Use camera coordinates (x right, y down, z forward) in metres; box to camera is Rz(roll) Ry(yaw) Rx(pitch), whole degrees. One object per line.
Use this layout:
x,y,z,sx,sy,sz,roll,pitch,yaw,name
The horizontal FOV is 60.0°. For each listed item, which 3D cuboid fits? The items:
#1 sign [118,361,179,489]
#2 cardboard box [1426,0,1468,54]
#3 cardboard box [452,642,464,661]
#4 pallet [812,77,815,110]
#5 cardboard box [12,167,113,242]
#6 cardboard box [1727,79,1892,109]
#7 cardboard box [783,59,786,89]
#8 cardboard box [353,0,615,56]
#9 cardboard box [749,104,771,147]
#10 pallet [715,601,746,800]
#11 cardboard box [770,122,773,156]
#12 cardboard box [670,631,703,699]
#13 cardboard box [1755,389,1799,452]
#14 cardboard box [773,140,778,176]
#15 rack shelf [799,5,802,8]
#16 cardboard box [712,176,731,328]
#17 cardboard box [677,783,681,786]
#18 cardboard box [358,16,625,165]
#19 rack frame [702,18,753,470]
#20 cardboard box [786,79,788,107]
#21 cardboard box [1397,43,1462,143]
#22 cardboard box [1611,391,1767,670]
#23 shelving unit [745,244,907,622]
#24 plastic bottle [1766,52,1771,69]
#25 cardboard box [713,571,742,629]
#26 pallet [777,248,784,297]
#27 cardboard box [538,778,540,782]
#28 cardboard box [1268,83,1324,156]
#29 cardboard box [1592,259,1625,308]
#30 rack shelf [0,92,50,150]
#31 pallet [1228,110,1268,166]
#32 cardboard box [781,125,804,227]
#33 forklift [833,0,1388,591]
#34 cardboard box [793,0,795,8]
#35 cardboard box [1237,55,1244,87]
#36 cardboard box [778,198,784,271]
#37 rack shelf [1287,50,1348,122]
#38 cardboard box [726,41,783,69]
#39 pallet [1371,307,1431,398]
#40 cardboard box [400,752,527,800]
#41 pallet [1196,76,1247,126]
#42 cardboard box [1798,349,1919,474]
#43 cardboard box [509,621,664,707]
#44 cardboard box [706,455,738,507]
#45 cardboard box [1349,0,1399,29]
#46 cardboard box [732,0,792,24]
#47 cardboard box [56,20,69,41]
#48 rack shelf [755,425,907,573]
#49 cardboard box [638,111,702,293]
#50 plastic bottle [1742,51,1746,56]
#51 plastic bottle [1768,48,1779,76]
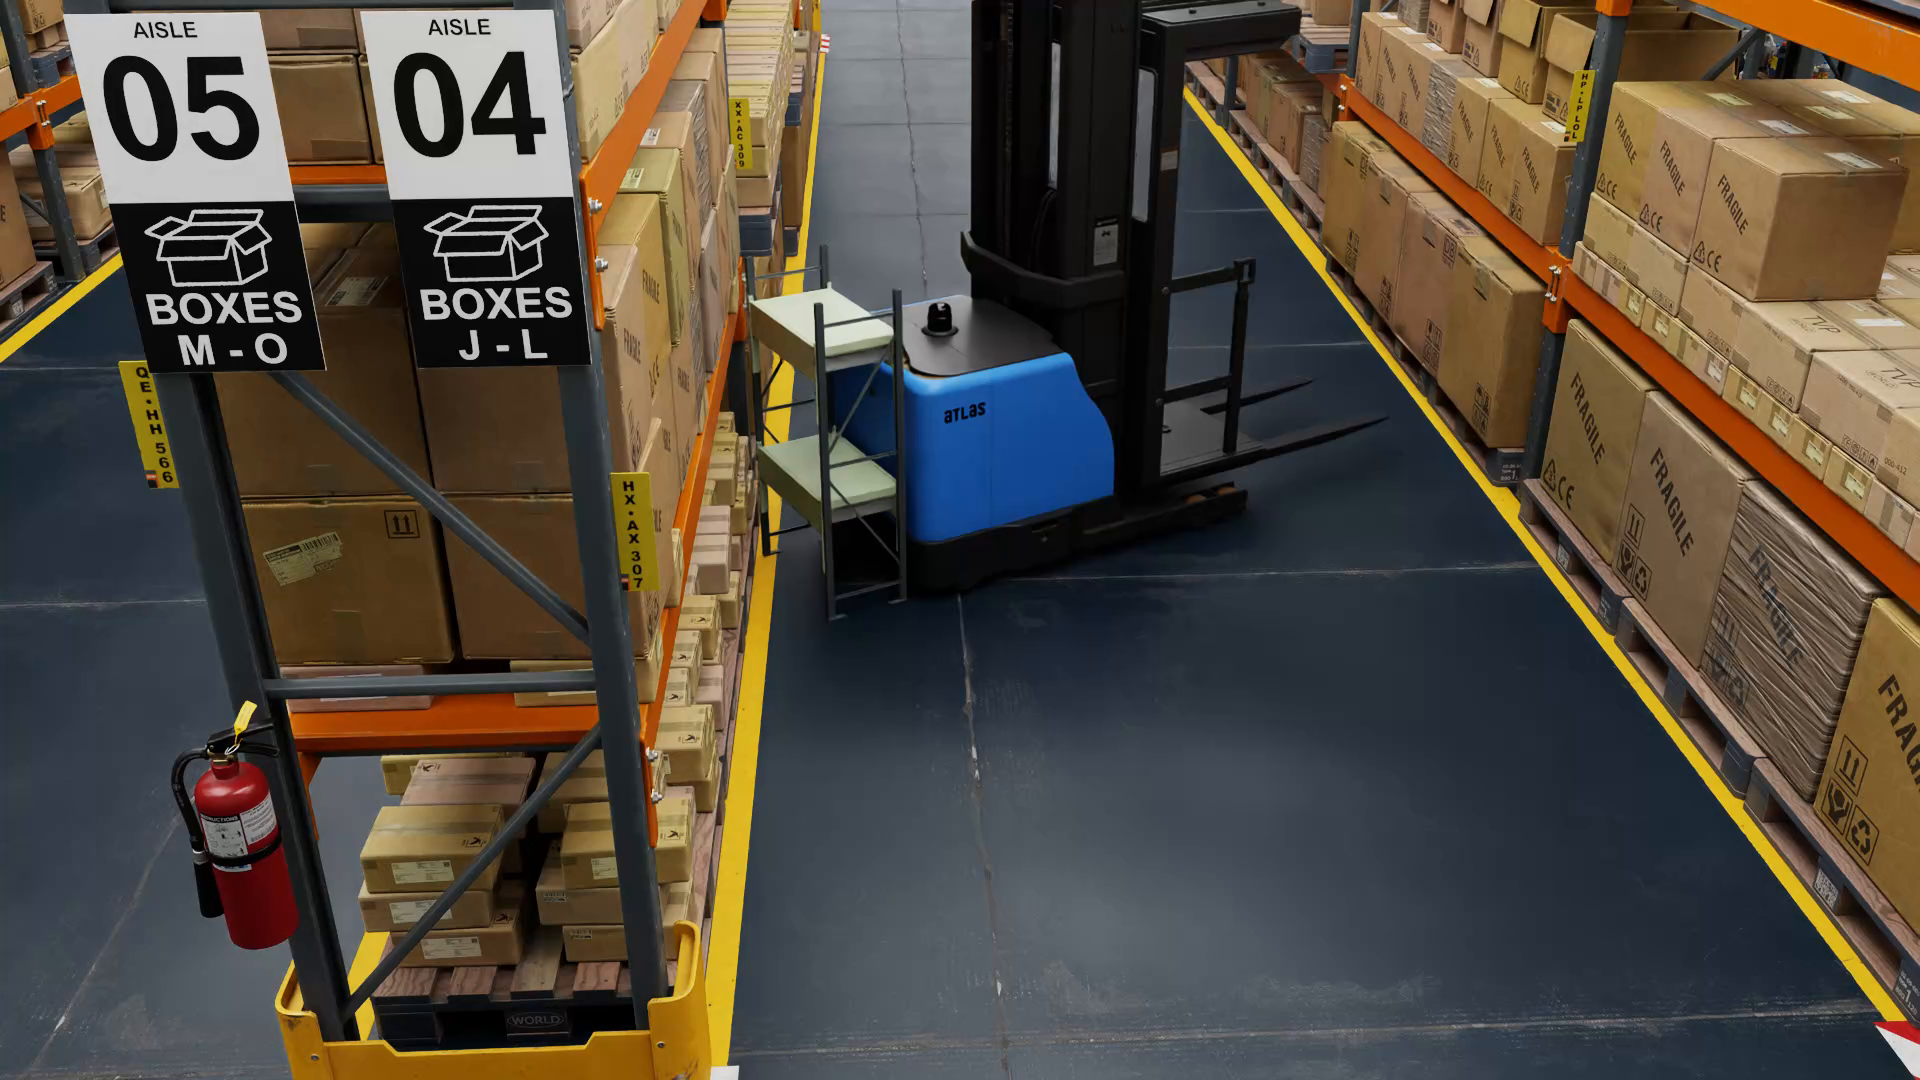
-1.901,-0.270,3.930,0.100,0.325,0.005,-1,28,-3,sign
3.248,-3.238,10.022,0.797,0.503,0.637,-1,28,-1,cardboard box
-1.620,0.231,4.835,0.380,0.149,0.250,-1,28,-3,cardboard box
-1.934,-4.279,16.226,1.003,0.211,1.213,-1,28,-3,pallet
-6.721,-2.431,12.055,0.950,0.372,0.625,-3,28,-6,cardboard box
3.695,-1.733,7.359,0.500,0.500,0.500,-1,28,-1,cardboard box
-1.213,-2.709,9.696,0.380,0.149,0.250,-1,28,-1,cardboard box
-1.110,-1.319,3.914,0.500,0.250,0.500,-1,28,-2,cardboard box
-1.116,-2.000,8.014,0.380,0.149,0.250,0,28,0,cardboard box
-1.417,0.643,6.790,1.003,0.211,1.213,-1,28,-3,pallet
-1.131,-1.987,8.313,0.380,0.149,0.250,-2,28,-4,cardboard box
-1.154,0.459,6.113,0.380,0.149,0.250,0,28,-1,cardboard box
3.186,-0.445,6.131,0.380,0.149,0.250,-1,28,-2,cardboard box
-1.145,-1.979,8.619,0.380,0.149,0.250,-1,28,-2,cardboard box
-2.077,-5.767,16.842,1.077,0.370,4.000,-1,28,-3,rack shelf
-1.221,-1.188,6.854,0.500,0.500,0.500,-2,28,-4,cardboard box
-1.169,0.974,5.767,0.380,0.149,0.250,-1,28,-2,cardboard box
-1.114,-1.098,4.029,0.500,0.250,0.500,0,28,-1,cardboard box
-1.554,-1.468,7.821,1.000,3.000,0.127,-1,28,-3,rack frame
-1.229,-2.700,10.001,0.380,0.149,0.250,-3,28,-5,cardboard box
3.008,-2.727,10.127,0.500,0.500,0.500,-2,28,-4,cardboard box
3.406,-0.063,6.970,0.875,0.875,0.875,-1,28,-3,cardboard box
-0.603,-0.492,7.563,0.431,1.500,0.755,-14,30,-26,shelving unit
8.303,-4.911,16.972,0.097,0.201,0.097,0,28,0,plastic bottle
-1.140,0.261,7.135,0.380,0.149,0.250,-1,28,-3,cardboard box
-1.724,-1.718,11.315,1.003,0.211,1.213,-1,28,-3,pallet
-1.650,0.865,5.977,0.380,0.149,0.250,-1,28,-2,cardboard box
3.033,-3.559,14.058,0.700,0.500,0.500,-4,28,-7,cardboard box
3.101,-1.164,7.509,0.380,0.149,0.250,-2,28,-4,cardboard box
-6.597,-1.906,9.439,1.077,0.370,4.000,-1,28,-3,rack shelf
3.028,-3.640,15.000,1.003,0.211,1.213,-1,28,-3,pallet
-1.705,-2.787,12.329,1.050,0.750,0.750,-2,28,-3,cardboard box
0.866,-1.553,8.059,3.031,2.935,1.130,-15,31,-27,forklift
-1.652,-4.739,13.984,0.500,0.500,0.500,-2,28,-3,cardboard box
2.968,-4.763,16.388,0.500,0.500,0.500,7,28,14,cardboard box
-1.468,-2.095,11.273,0.500,0.500,0.500,-2,28,-3,cardboard box
3.091,-3.993,13.440,1.077,0.370,4.000,-1,28,-3,rack shelf
-1.202,-2.721,9.398,0.380,0.149,0.250,-1,28,-1,cardboard box
3.222,-1.224,10.368,1.003,0.211,1.213,-1,28,-3,pallet
-1.687,0.848,5.687,0.380,0.149,0.250,-2,28,-5,cardboard box
2.916,-4.308,16.282,1.003,0.211,1.213,-1,28,-3,pallet
3.270,-0.446,5.702,0.500,0.250,0.500,-2,28,-4,cardboard box
-1.035,0.333,4.639,0.380,0.149,0.250,-2,28,-3,cardboard box
-1.203,-0.264,7.498,0.380,0.149,0.250,-2,28,-3,cardboard box
3.127,-3.867,11.859,0.500,0.500,0.500,-5,28,-9,cardboard box
-1.280,-3.438,10.773,0.380,0.149,0.250,-2,28,-5,cardboard box
-6.482,-3.637,11.798,0.380,0.149,0.250,-3,28,-6,cardboard box
-0.603,-0.202,7.710,0.431,0.370,0.720,-14,30,-26,rack shelf
-1.172,-1.163,5.725,0.500,0.500,0.500,-2,28,-4,cardboard box
7.748,-4.737,16.558,0.152,0.276,0.135,-1,28,-3,plastic bottle
8.177,-4.787,16.660,0.097,0.271,0.097,0,28,0,plastic bottle
